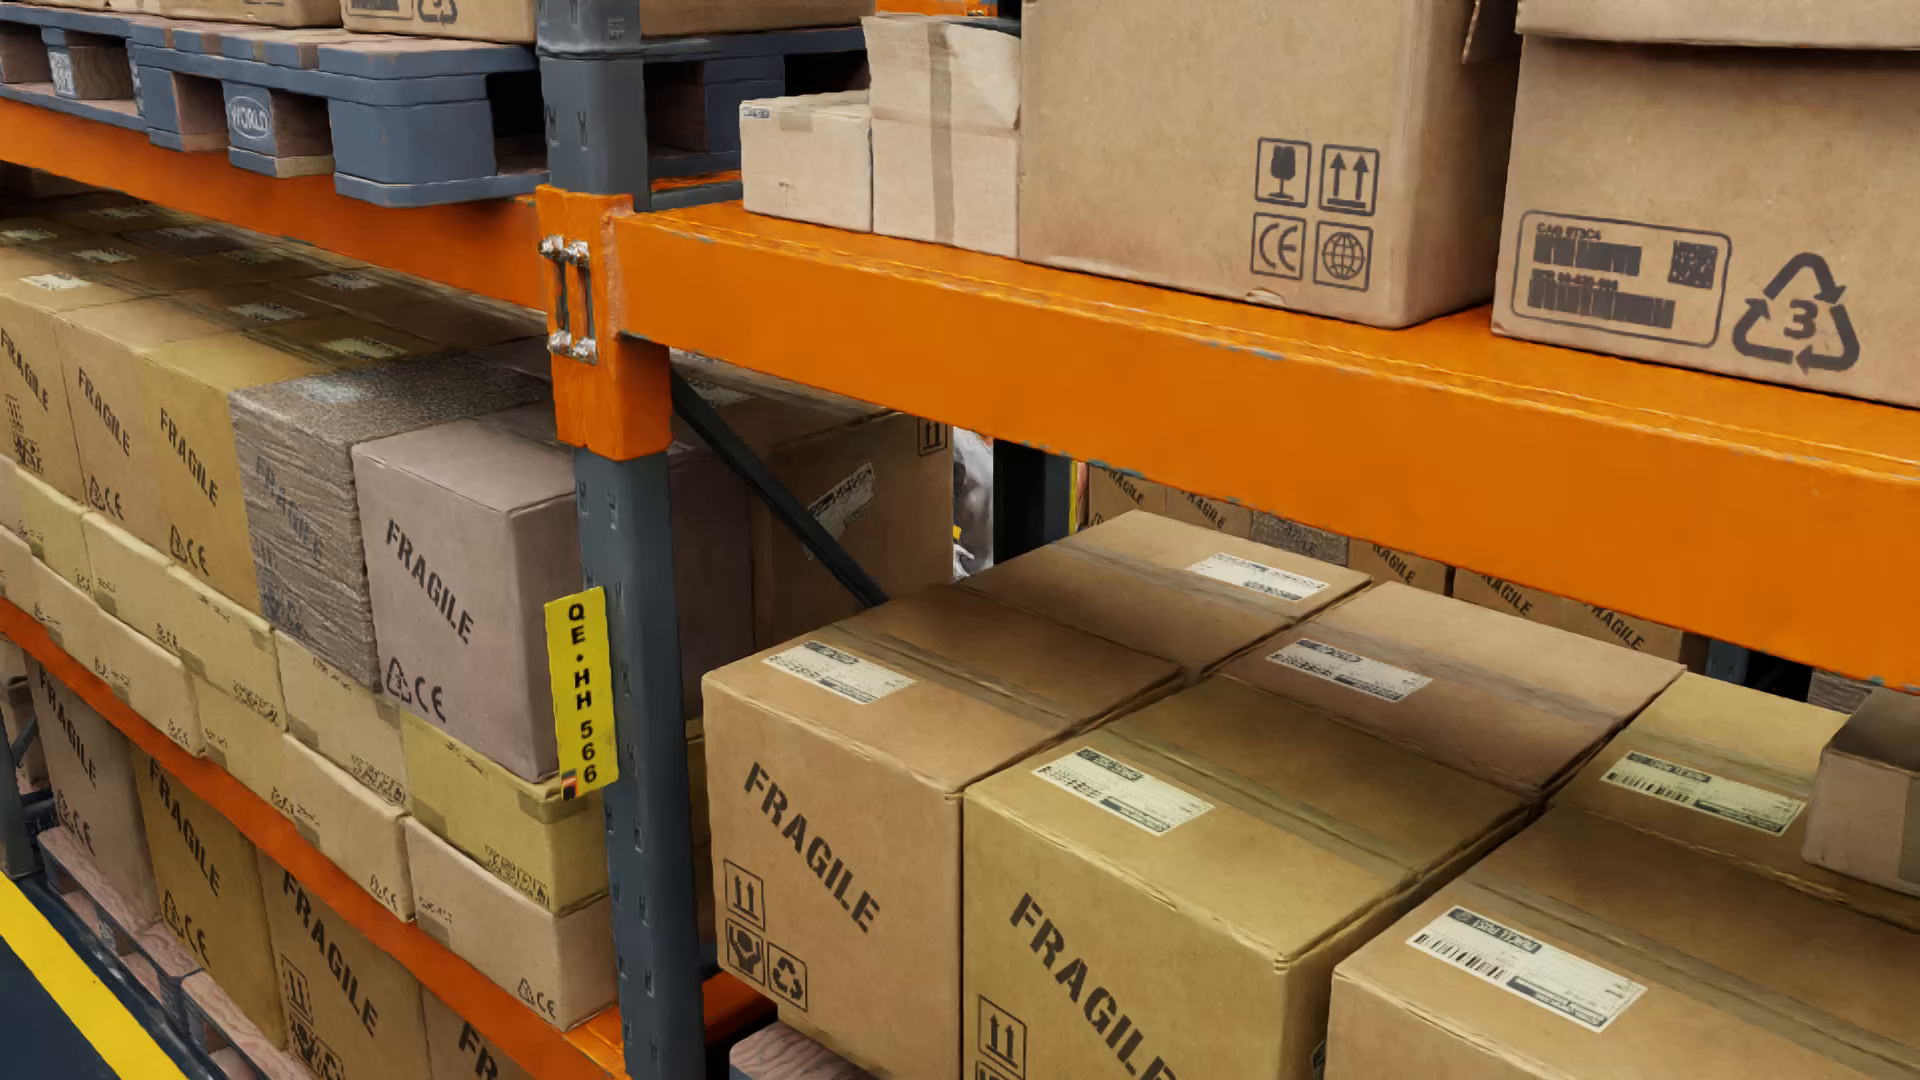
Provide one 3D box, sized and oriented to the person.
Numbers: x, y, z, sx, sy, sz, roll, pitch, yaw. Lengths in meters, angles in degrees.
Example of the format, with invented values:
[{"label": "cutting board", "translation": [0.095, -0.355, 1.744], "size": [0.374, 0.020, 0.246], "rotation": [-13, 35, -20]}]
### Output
[{"label": "person", "translation": [0.198, 0.124, 6.225], "size": [0.718, 1.756, 0.889], "rotation": [-9, 22, -22]}]
